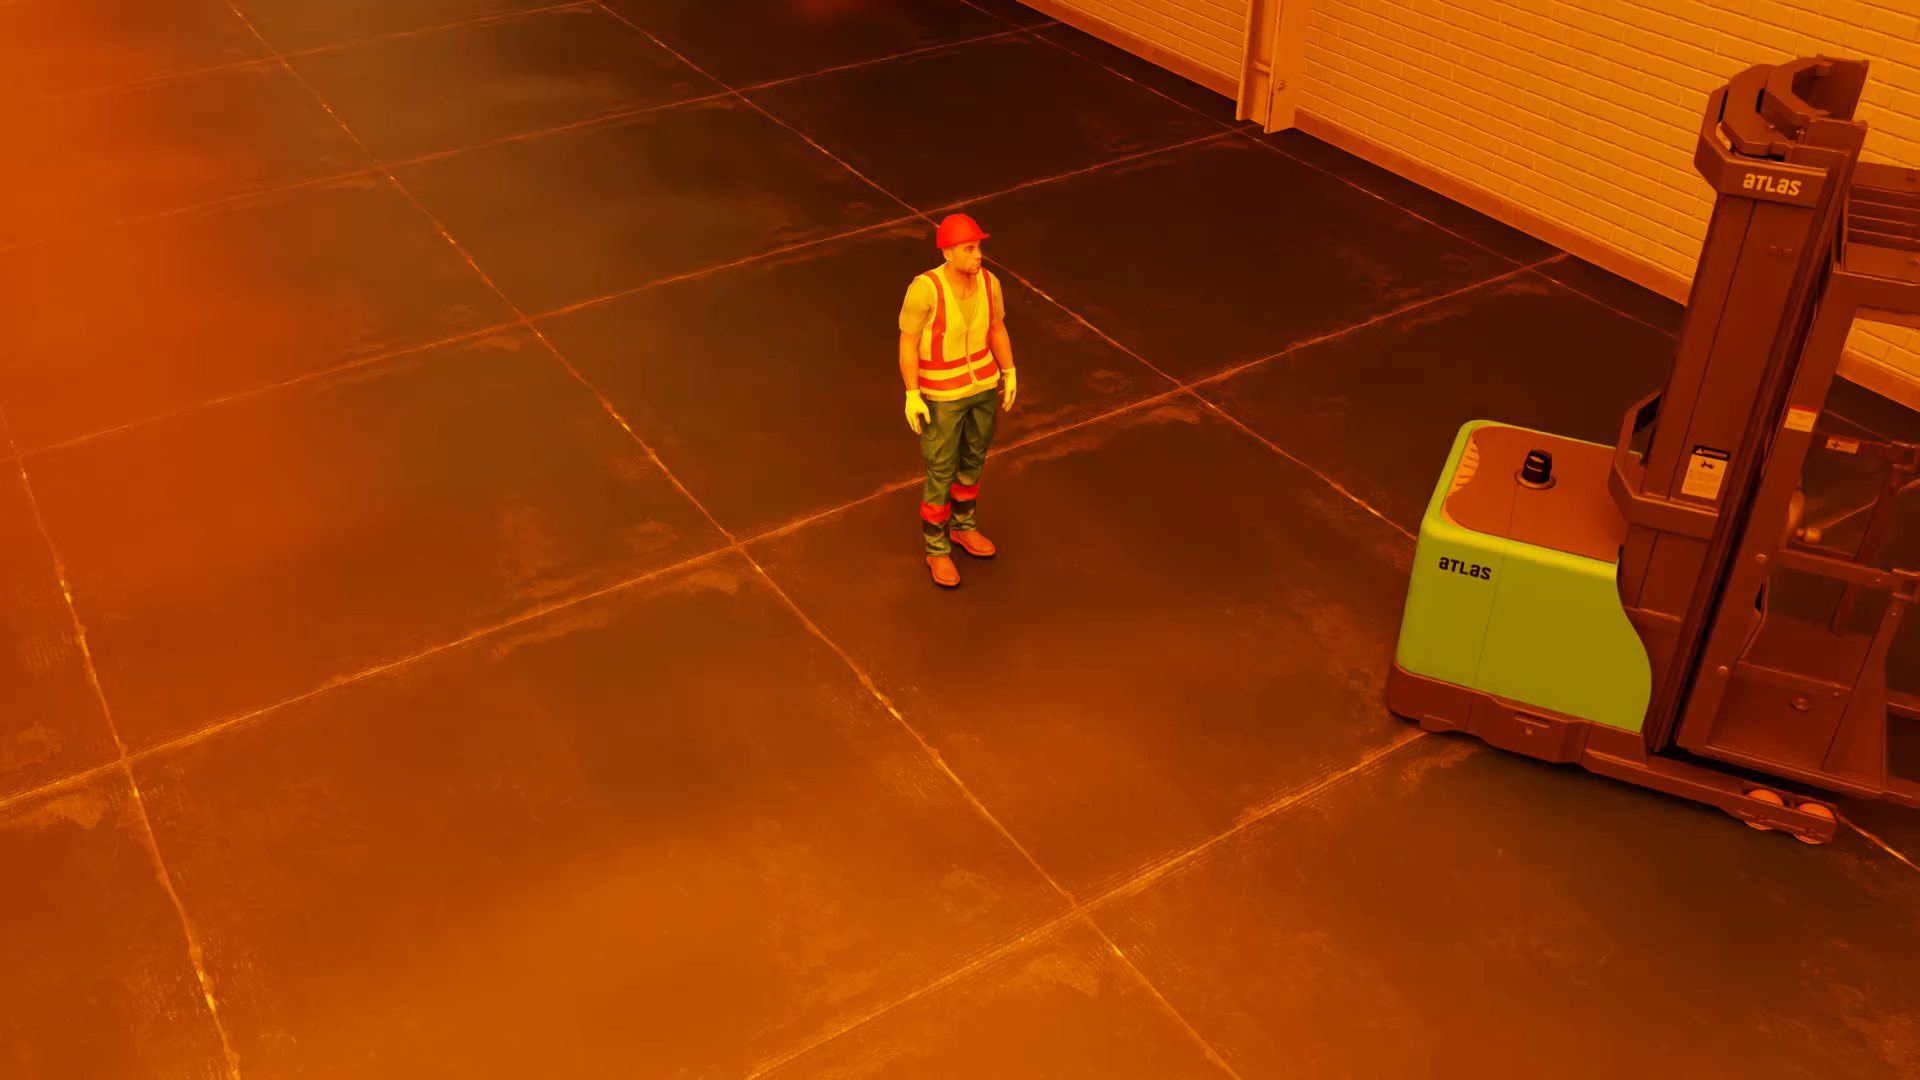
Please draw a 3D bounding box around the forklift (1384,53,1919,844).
[{"bbox_3d":[3.485,-0.289,6.559,3.031,2.935,1.130,15,38,20],"label":"forklift"}]

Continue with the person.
[{"bbox_3d":[0.035,-0.695,8.119,0.638,1.789,0.562,-21,40,-27],"label":"person"}]
